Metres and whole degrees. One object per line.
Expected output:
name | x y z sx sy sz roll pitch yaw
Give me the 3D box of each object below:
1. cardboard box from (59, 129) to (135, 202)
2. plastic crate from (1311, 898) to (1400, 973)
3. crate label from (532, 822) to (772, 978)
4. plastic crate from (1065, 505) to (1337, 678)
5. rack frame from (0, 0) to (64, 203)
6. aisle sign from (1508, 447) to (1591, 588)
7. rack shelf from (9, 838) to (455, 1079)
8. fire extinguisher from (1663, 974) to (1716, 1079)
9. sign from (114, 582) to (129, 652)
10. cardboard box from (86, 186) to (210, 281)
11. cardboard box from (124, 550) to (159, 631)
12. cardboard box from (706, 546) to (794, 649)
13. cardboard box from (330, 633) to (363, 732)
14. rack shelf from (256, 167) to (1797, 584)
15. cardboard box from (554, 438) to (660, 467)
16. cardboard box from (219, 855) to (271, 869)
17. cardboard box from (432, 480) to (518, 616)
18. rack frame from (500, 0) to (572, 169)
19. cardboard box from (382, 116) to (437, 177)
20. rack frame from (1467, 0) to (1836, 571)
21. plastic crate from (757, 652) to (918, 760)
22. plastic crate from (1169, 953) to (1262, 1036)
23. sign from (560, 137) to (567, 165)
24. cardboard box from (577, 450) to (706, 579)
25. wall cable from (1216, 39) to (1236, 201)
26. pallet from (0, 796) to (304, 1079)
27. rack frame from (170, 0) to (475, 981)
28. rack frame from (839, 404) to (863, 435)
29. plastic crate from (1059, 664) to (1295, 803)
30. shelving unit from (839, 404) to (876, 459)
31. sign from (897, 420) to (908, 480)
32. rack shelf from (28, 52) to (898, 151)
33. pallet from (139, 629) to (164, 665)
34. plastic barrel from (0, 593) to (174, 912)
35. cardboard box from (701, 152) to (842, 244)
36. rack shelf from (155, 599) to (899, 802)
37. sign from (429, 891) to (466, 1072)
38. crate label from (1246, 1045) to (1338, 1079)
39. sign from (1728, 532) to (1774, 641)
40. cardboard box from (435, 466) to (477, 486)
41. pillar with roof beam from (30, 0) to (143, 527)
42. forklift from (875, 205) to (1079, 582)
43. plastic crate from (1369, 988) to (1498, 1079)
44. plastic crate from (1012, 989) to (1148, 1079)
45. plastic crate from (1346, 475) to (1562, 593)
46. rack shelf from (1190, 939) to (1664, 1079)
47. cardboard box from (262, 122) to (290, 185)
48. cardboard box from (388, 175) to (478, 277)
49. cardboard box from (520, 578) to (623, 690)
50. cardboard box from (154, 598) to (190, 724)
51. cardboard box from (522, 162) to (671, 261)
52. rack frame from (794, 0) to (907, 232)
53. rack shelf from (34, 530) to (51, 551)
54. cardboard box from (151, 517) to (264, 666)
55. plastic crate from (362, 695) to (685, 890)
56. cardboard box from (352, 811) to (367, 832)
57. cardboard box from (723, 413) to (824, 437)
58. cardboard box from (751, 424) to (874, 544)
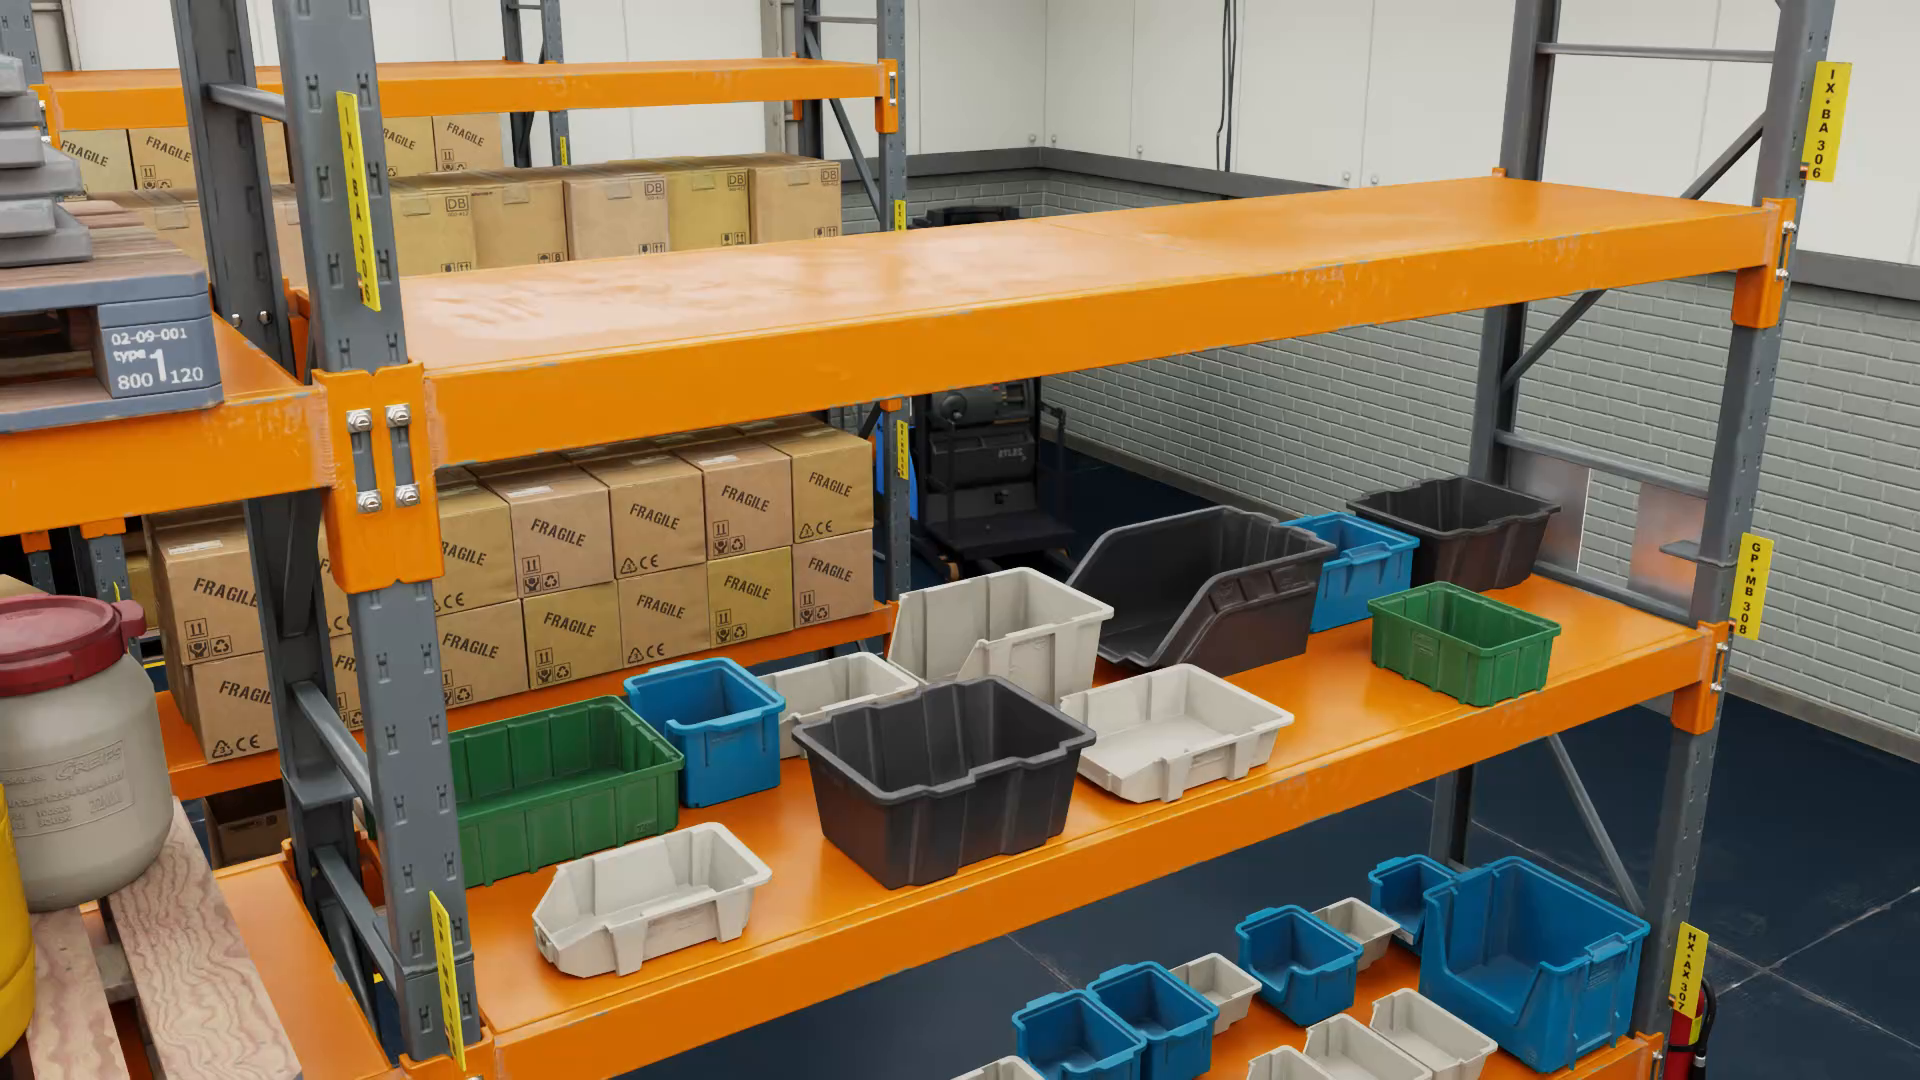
cardboard box | -5.925 -2.576 11.250 0.500 0.500 0.500 -12 22 -32
plastic crate | 1.414 1.457 6.069 0.298 0.136 0.250 -12 22 -31
crate label | -0.659 0.771 3.510 0.466 0.136 0.293 -12 22 -31
plastic crate | 0.687 0.175 4.957 0.767 0.338 0.504 -12 22 -31
rack frame | -3.947 -2.092 6.882 0.127 3.000 1.000 -12 22 -31
aisle sign | 2.011 0.047 5.862 0.004 0.787 0.394 -12 22 -31
rack shelf | -2.897 1.348 2.515 4.000 0.370 1.077 -12 22 -31
fire extinguisher | 2.490 1.679 5.797 0.183 0.674 0.296 -12 22 -31
sign | -3.639 0.349 7.220 0.005 0.325 0.100 -12 22 -31
cardboard box | -3.562 -1.288 7.470 0.500 0.500 0.700 -12 22 -31
cardboard box | -5.994 0.307 12.402 0.500 0.500 0.700 -12 22 -31
cardboard box | -1.262 0.242 9.189 0.500 0.500 0.500 -12 22 -31
cardboard box | -2.946 0.595 8.146 0.500 0.500 0.500 -11 22 -30
rack shelf | 0.444 -0.588 4.182 4.000 0.370 1.077 -12 22 -31
cardboard box | -1.975 -0.287 9.193 0.500 0.500 0.500 -12 22 -31
cardboard box | -3.478 1.799 8.250 0.500 0.311 0.500 -12 22 -31
cardboard box | -2.539 0.040 8.226 0.500 0.500 0.500 -13 22 -33
rack frame | -3.334 -4.121 12.883 0.127 3.000 1.000 -12 22 -31
cardboard box | -4.219 -2.943 12.335 0.500 0.500 0.500 -11 22 -30
rack frame | 2.114 -1.471 5.045 0.127 3.000 1.000 -12 22 -31
plastic crate | -0.373 0.454 4.447 0.466 0.136 0.293 -12 22 -31
plastic crate | 0.847 1.577 5.715 0.298 0.136 0.250 -12 22 -31
sign | -3.047 -2.934 12.798 0.005 0.325 0.100 -12 22 -31
cardboard box | -1.679 -0.142 8.764 0.500 0.500 0.500 -11 22 -30
wall cable | 1.586 -3.551 16.045 0.112 2.526 3.097 -12 22 -31
pallet | -1.827 0.908 2.986 1.003 0.211 1.213 -12 22 -31
rack frame | -1.226 -0.766 2.961 0.127 3.000 1.000 -12 22 -31
rack frame | -0.999 -0.969 15.266 0.032 1.500 0.500 -9 20 -24
plastic crate | 0.525 0.505 4.295 0.530 0.136 0.437 -12 22 -31
shelving unit | -0.530 -1.039 15.474 1.083 1.500 0.587 -9 20 -24
sign | -0.318 -0.501 9.241 0.005 0.325 0.100 -12 22 -31
rack shelf | -2.277 -2.102 8.040 4.000 0.370 1.077 -12 22 -31
pallet | -5.997 0.634 12.541 1.213 0.211 1.003 -12 22 -31
plastic barrel | -1.804 0.417 3.276 0.433 0.535 0.433 0 19 0
cardboard box | -1.027 -1.802 8.990 0.500 0.500 0.700 -12 22 -31
rack shelf | -2.277 0.739 9.000 4.000 0.370 1.077 -12 22 -31
sign | -0.925 0.798 3.004 0.005 0.325 0.100 -12 22 -31
crate label | 1.064 1.762 5.166 0.243 0.136 0.396 -12 22 -31
sign | 2.430 0.144 5.115 0.005 0.325 0.100 -12 22 -31
cardboard box | -2.820 -0.109 8.666 0.500 0.500 0.500 -12 22 -31
pillar with roof beam | -4.198 -2.620 8.442 0.400 9.000 9.100 -12 22 -31
forklift | 0.275 -1.194 13.701 1.130 2.935 3.031 -8 20 -22
plastic crate | 1.533 1.660 5.470 0.243 0.136 0.396 -12 22 -31
plastic crate | 0.377 1.662 5.313 0.300 0.233 0.416 -12 22 -31
plastic crate | 1.640 0.005 5.566 0.590 0.269 0.497 -12 22 -31
rack shelf | 0.444 2.064 5.079 4.000 0.370 1.077 -12 22 -31
cardboard box | -5.090 -2.757 11.784 0.500 0.500 0.500 -12 22 -31
cardboard box | -2.653 -1.428 7.884 0.500 0.500 0.700 -12 22 -31
cardboard box | -2.103 0.417 8.671 0.500 0.500 0.500 -12 22 -32
cardboard box | -3.671 0.546 8.290 0.500 0.500 0.500 -11 22 -31
cardboard box | -1.850 -1.620 8.451 0.500 0.500 0.700 -12 22 -31
rack frame | -0.607 -2.797 8.966 0.127 3.000 1.000 -12 22 -31
rack shelf | -5.005 -0.586 12.917 4.000 0.370 1.077 -12 22 -31
cardboard box | -3.399 0.221 7.690 0.500 0.500 0.500 -11 22 -30
plastic crate | -1.039 0.599 3.935 0.662 0.188 0.450 -12 22 -31
cardboard box | -3.347 1.634 8.993 0.250 0.149 0.380 -12 22 -31
cardboard box | -1.122 -0.468 9.728 0.500 0.500 0.500 -11 22 -30
cardboard box | -0.827 -0.324 9.301 0.500 0.500 0.500 -12 22 -32
